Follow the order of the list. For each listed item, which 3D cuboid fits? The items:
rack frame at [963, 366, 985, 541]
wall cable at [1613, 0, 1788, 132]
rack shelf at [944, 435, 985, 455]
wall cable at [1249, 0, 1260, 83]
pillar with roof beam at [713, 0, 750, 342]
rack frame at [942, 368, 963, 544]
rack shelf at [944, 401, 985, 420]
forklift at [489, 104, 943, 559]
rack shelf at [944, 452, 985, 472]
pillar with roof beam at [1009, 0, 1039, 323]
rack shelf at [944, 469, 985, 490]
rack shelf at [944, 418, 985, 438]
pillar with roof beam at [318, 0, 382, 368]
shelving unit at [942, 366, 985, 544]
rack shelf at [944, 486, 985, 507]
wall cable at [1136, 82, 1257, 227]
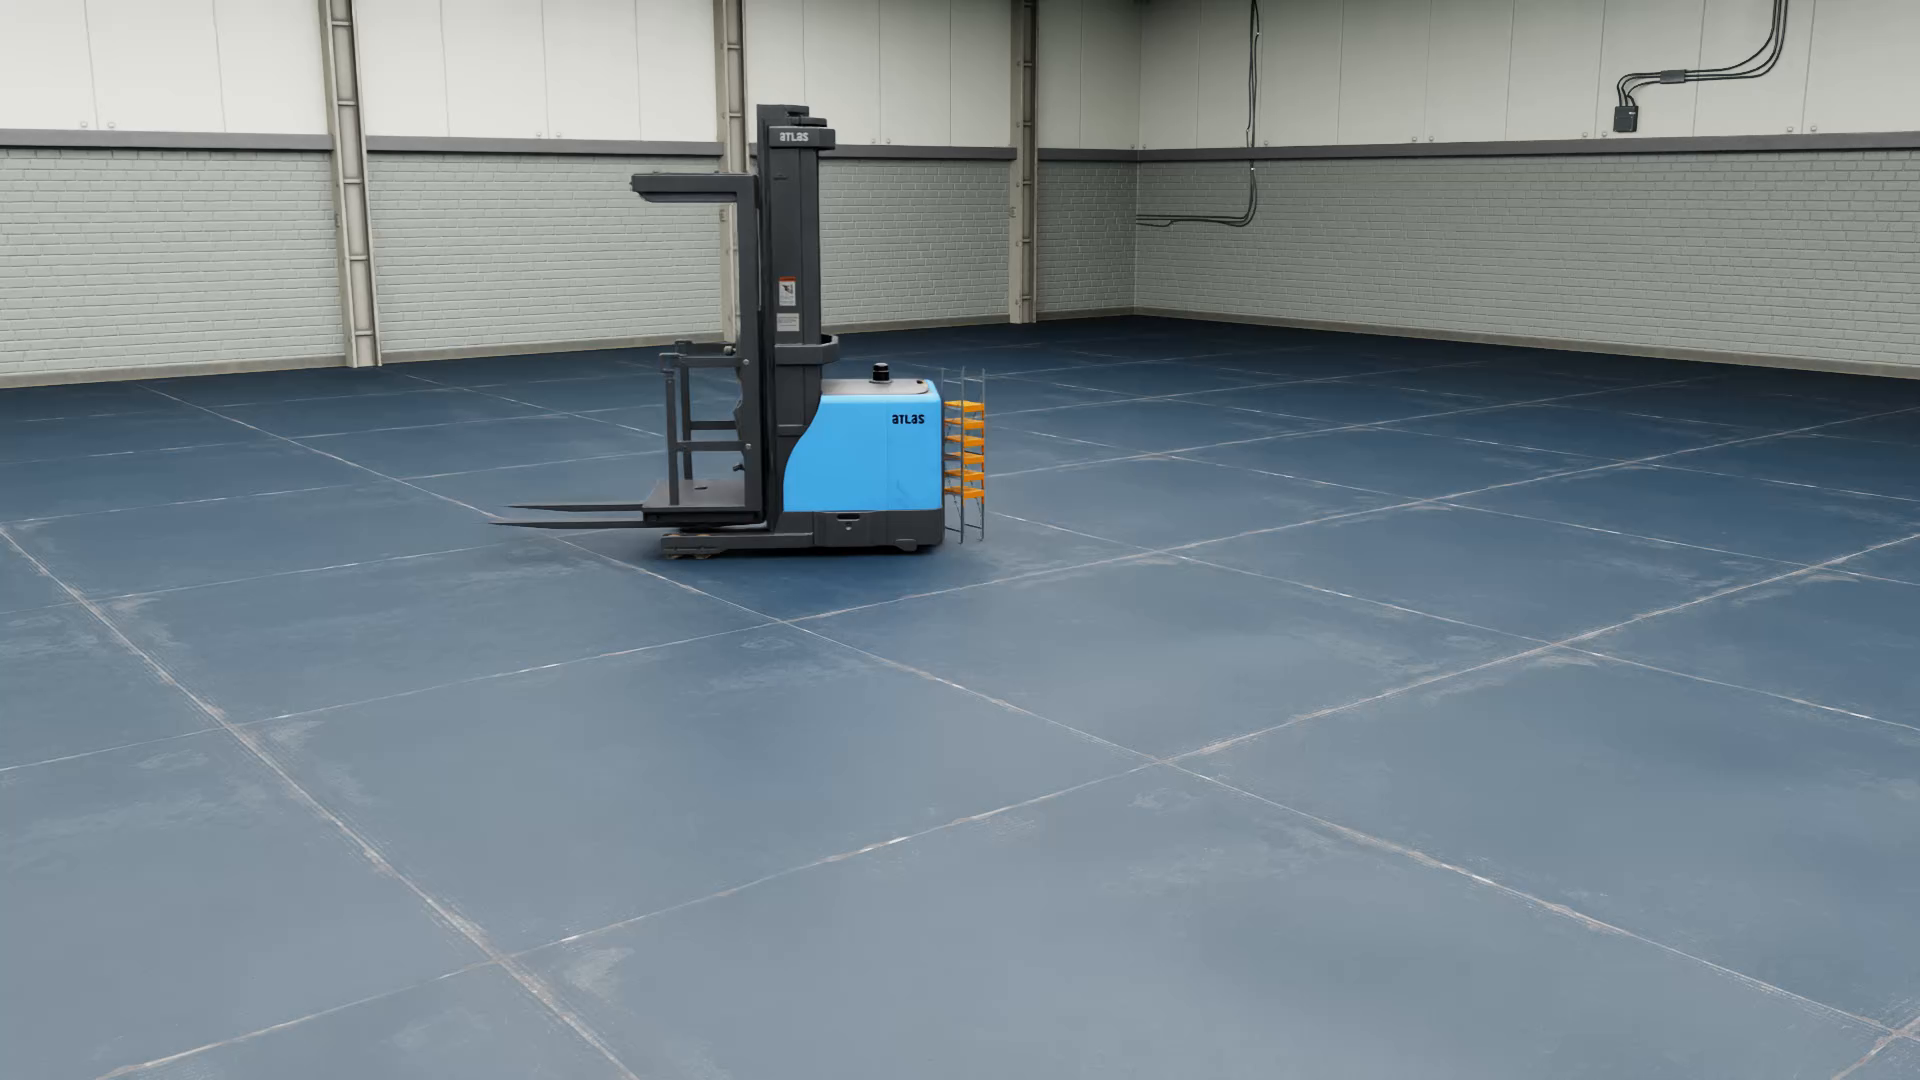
[{"bbox_3d":[0.094,-0.600,11.566,0.006,1.200,0.240,-9,15,-36],"label":"rack frame"},{"bbox_3d":[10.182,-8.656,22.541,0.169,6.003,2.305,-9,15,-38],"label":"wall cable"},{"bbox_3d":[0.021,-0.663,11.496,0.180,0.103,0.258,-9,15,-36],"label":"rack shelf"},{"bbox_3d":[5.954,-9.047,27.887,0.112,2.526,3.097,-9,15,-38],"label":"wall cable"},{"bbox_3d":[-0.858,-6.890,22.411,0.400,9.000,9.100,-9,15,-38],"label":"pillar with roof beam"},{"bbox_3d":[-0.051,-0.577,11.458,0.006,1.200,0.240,-9,15,-36],"label":"rack frame"},{"bbox_3d":[0.021,-0.897,11.446,0.180,0.103,0.258,-9,15,-36],"label":"rack shelf"},{"bbox_3d":[-1.654,-1.419,11.254,3.031,2.935,1.130,-1,12,-4],"label":"forklift"},{"bbox_3d":[0.021,-0.545,11.521,0.180,0.103,0.258,-9,15,-36],"label":"rack shelf"},{"bbox_3d":[3.827,-7.668,26.077,0.400,9.000,9.100,-9,15,-38],"label":"pillar with roof beam"},{"bbox_3d":[0.021,-0.428,11.546,0.180,0.103,0.258,-9,15,-36],"label":"rack shelf"},{"bbox_3d":[0.021,-0.780,11.471,0.180,0.103,0.258,-9,15,-36],"label":"rack shelf"},{"bbox_3d":[-5.543,-6.111,18.744,0.400,9.000,9.100,-9,15,-38],"label":"pillar with roof beam"},{"bbox_3d":[0.021,-0.589,11.512,0.189,1.200,0.258,-9,15,-36],"label":"shelving unit"},{"bbox_3d":[0.021,-0.310,11.571,0.180,0.103,0.258,-9,15,-36],"label":"rack shelf"},{"bbox_3d":[4.264,-7.015,30.478,0.112,2.526,3.097,-9,15,-38],"label":"wall cable"}]
